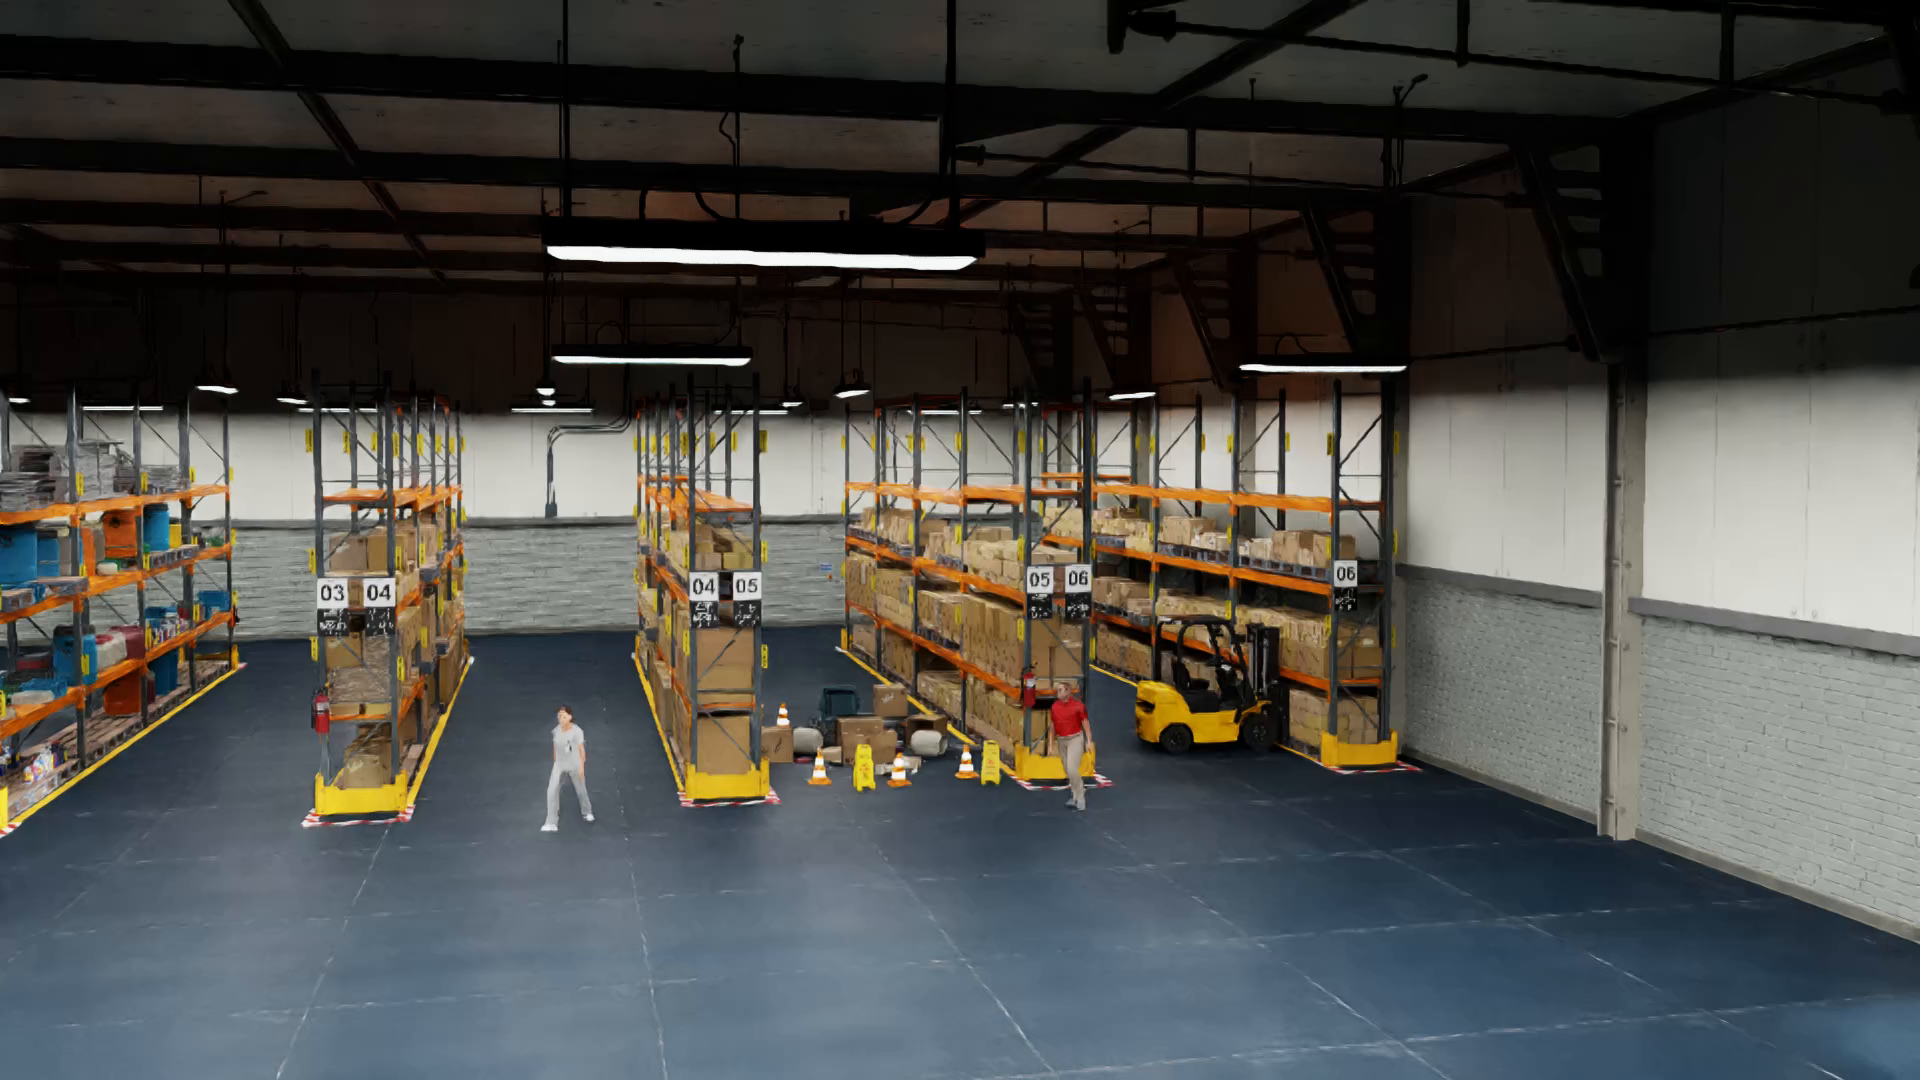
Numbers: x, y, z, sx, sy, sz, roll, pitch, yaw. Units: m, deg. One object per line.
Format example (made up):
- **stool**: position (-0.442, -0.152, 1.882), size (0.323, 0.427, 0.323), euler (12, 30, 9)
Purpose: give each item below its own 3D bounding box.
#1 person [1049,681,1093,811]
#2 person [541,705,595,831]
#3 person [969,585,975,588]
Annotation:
- **person**: position (1.544, 2.816, 22.976), size (0.651, 1.731, 0.489), euler (3, 5, 43)
- **person**: position (-5.102, 2.944, 21.676), size (0.478, 1.617, 0.958), euler (1, 3, 9)
- **person**: position (0.228, 1.907, 37.941), size (0.577, 1.783, 0.662), euler (1, 3, 15)
